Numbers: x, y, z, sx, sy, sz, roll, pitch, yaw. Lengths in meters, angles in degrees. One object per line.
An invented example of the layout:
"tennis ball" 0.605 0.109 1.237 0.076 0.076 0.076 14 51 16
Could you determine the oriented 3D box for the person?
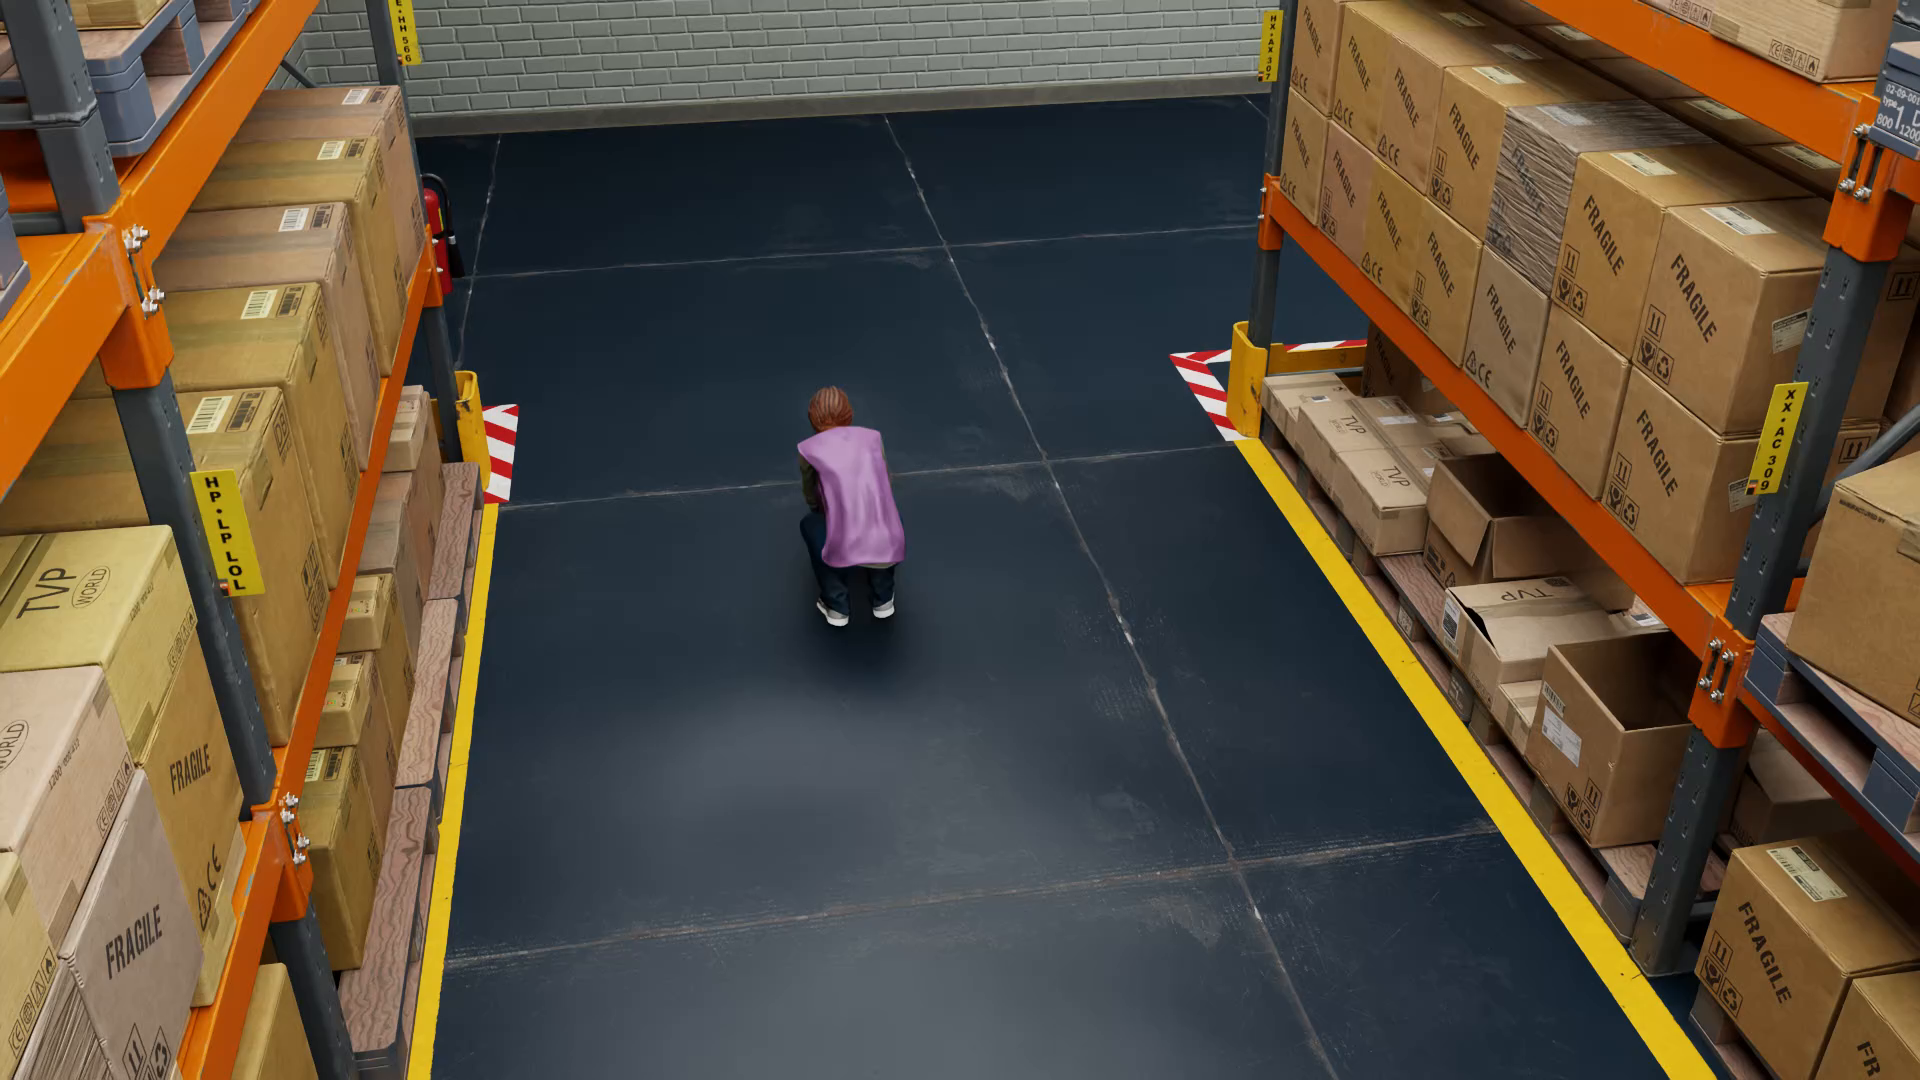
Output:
"person" -0.464 -0.139 7.064 0.427 0.894 0.820 -6 32 -10
